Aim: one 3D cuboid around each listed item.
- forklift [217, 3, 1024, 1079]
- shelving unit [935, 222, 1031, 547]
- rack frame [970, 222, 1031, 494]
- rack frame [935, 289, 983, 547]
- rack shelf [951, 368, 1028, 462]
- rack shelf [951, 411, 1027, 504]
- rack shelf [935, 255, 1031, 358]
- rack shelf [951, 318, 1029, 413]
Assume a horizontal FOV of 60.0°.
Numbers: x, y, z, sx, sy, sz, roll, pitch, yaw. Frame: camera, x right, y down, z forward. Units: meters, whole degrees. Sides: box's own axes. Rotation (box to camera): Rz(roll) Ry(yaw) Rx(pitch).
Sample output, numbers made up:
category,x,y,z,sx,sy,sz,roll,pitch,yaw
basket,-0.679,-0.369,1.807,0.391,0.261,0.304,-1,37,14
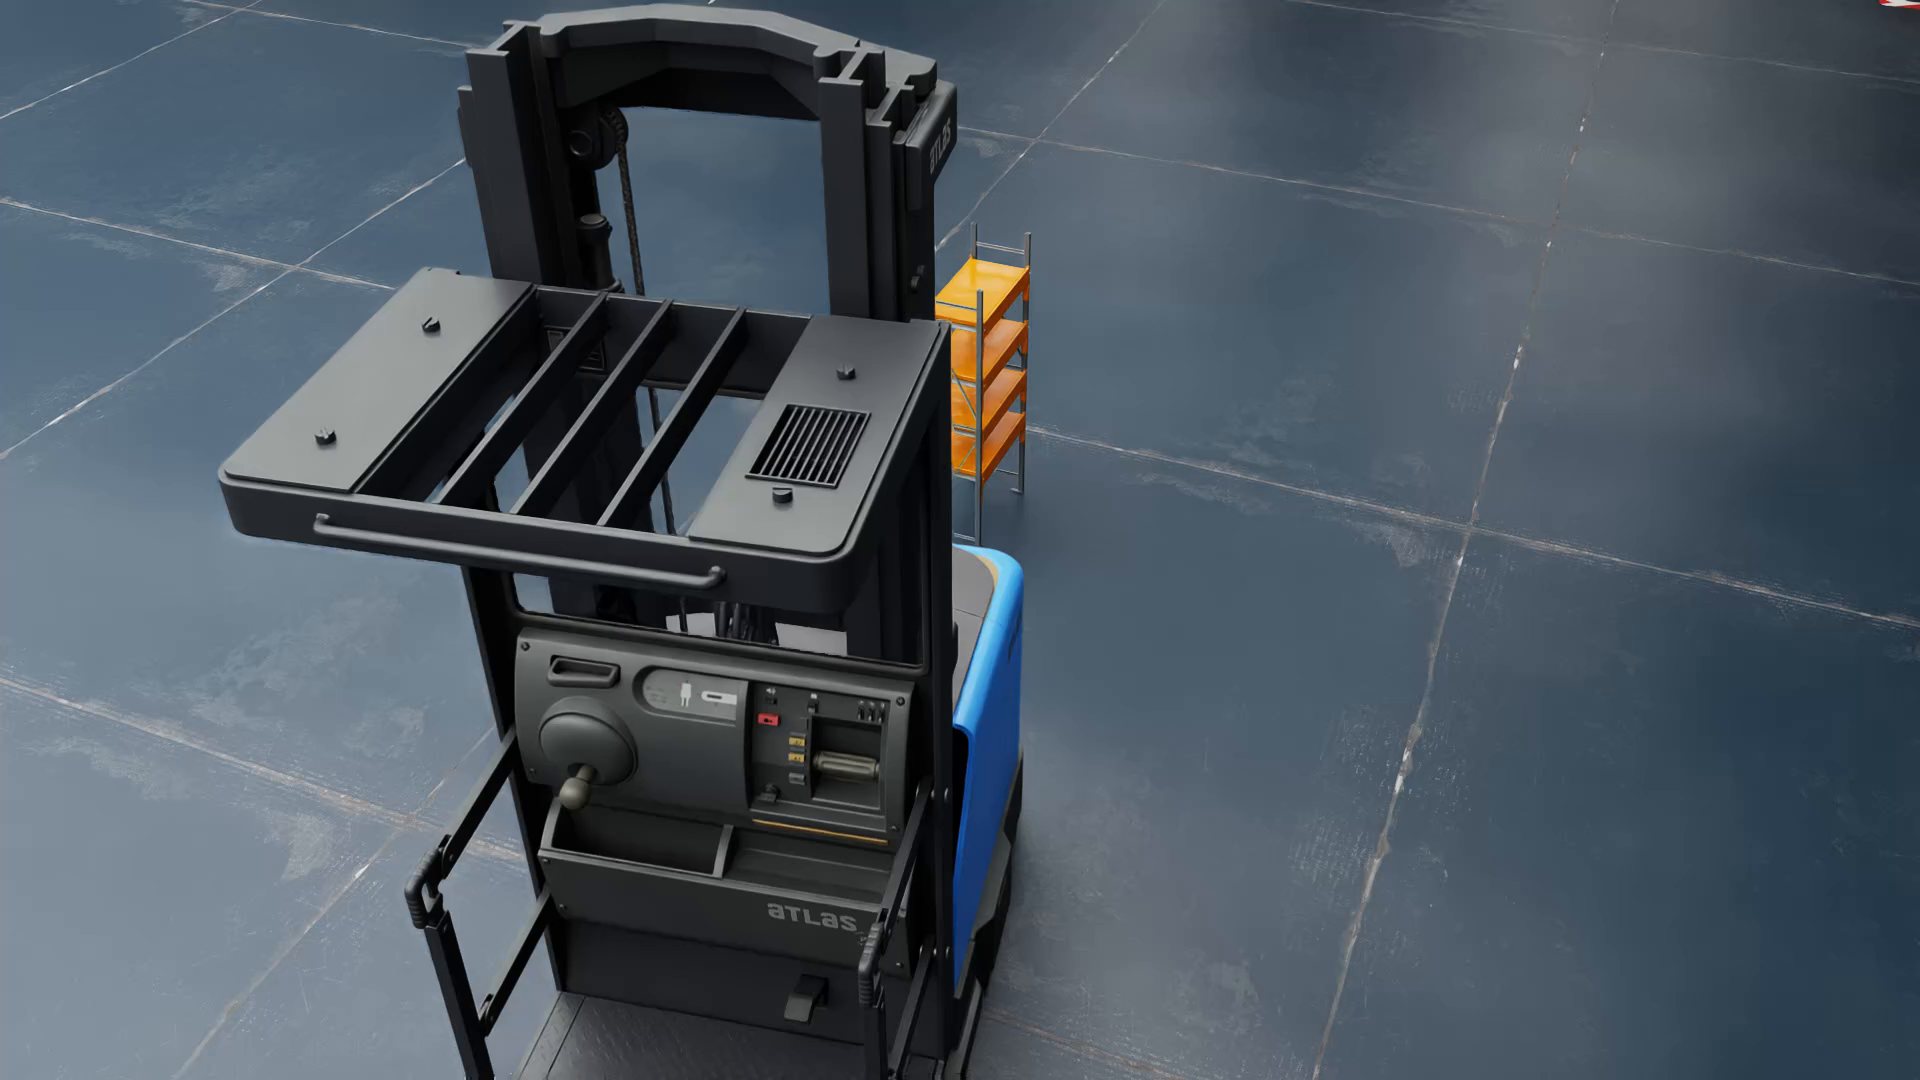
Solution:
category,x,y,z,sx,sy,sz,roll,pitch,yaw
forklift,-0.610,0.522,3.604,1.130,2.935,3.031,7,37,10
shelving unit,0.063,-0.572,6.513,0.258,1.200,0.503,14,39,18
rack frame,0.156,-0.707,6.694,0.240,1.200,0.015,14,39,18
rack frame,-0.030,-0.437,6.333,0.240,1.200,0.015,14,39,18
rack shelf,0.063,-0.518,6.554,0.258,0.148,0.480,14,39,18
rack shelf,0.063,-0.359,6.673,0.258,0.148,0.480,14,39,18
rack shelf,0.063,-0.887,6.278,0.258,0.148,0.480,14,39,18
rack shelf,0.063,-0.698,6.420,0.258,0.148,0.480,14,39,18
